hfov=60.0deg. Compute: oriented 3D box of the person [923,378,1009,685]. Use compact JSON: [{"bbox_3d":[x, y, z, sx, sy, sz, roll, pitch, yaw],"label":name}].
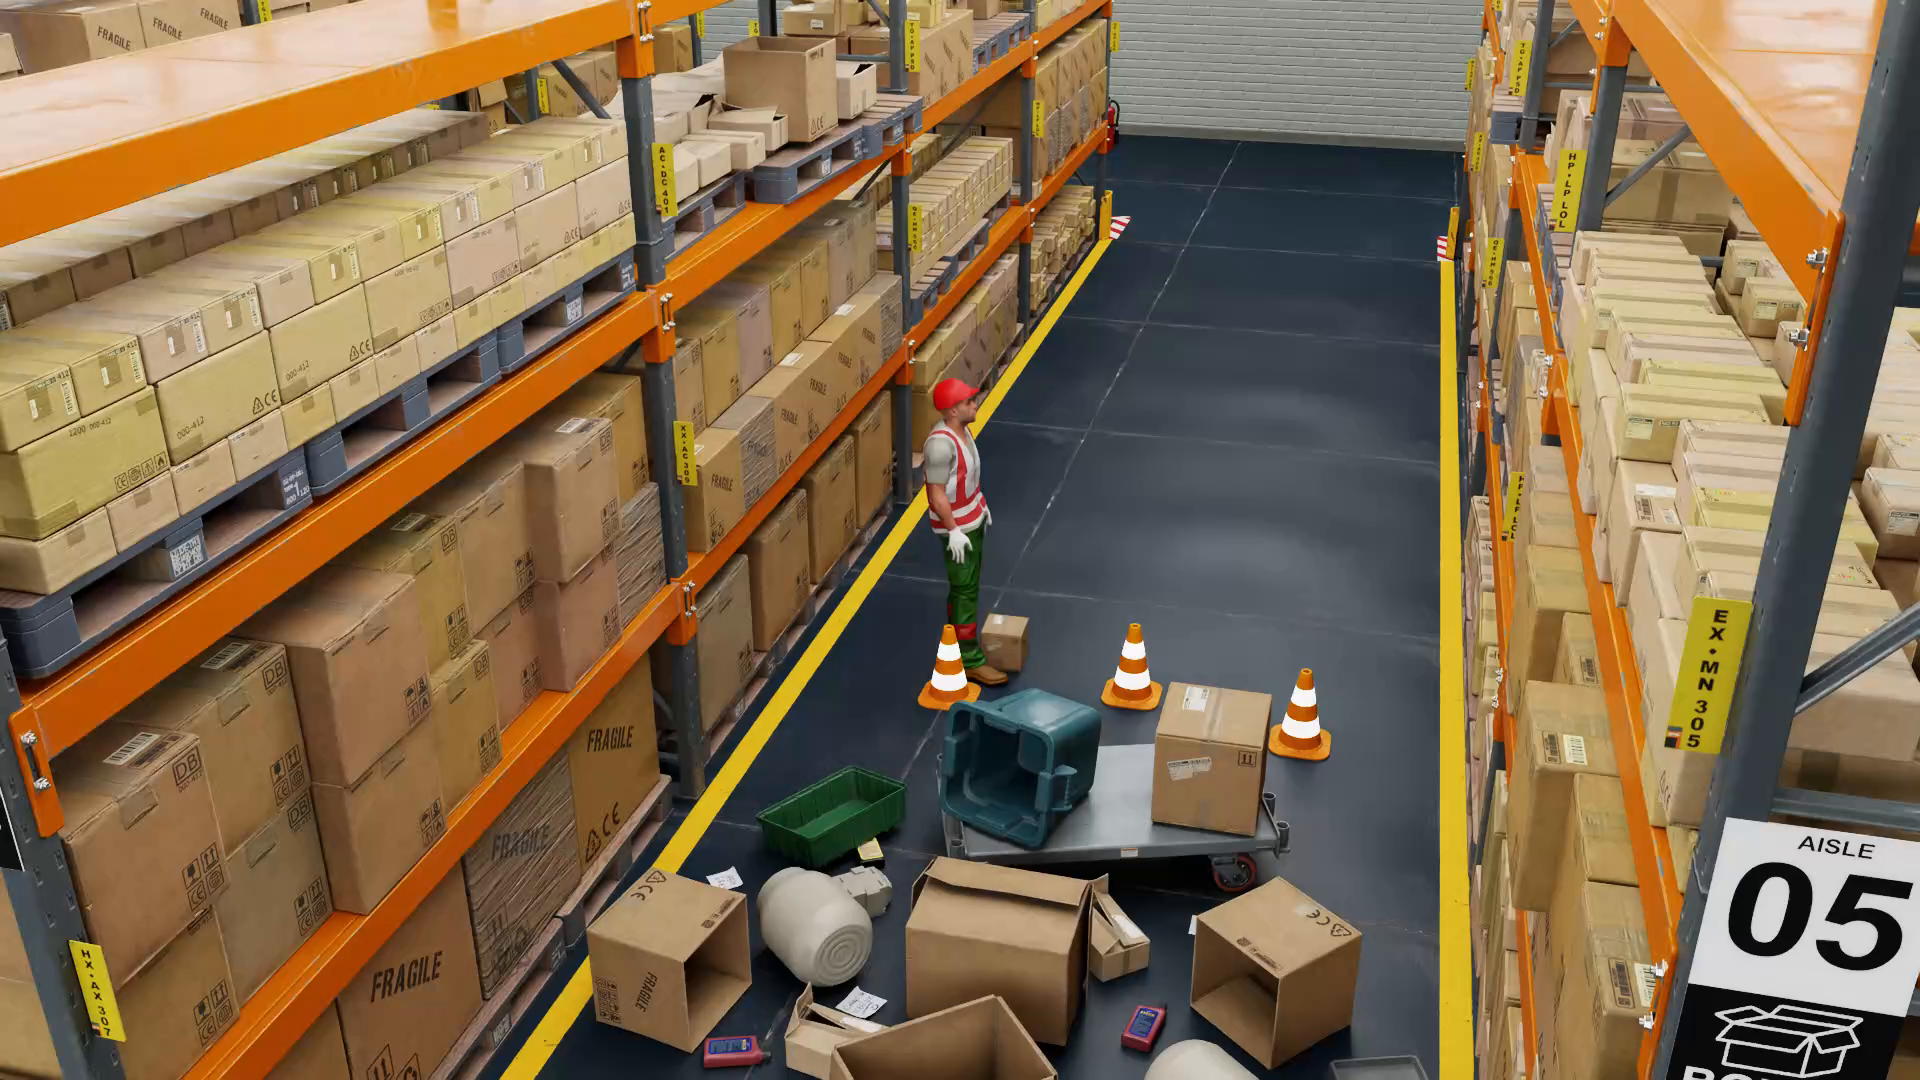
[{"bbox_3d":[0.080,-0.081,9.838,0.564,1.788,0.624,6,26,13],"label":"person"}]
